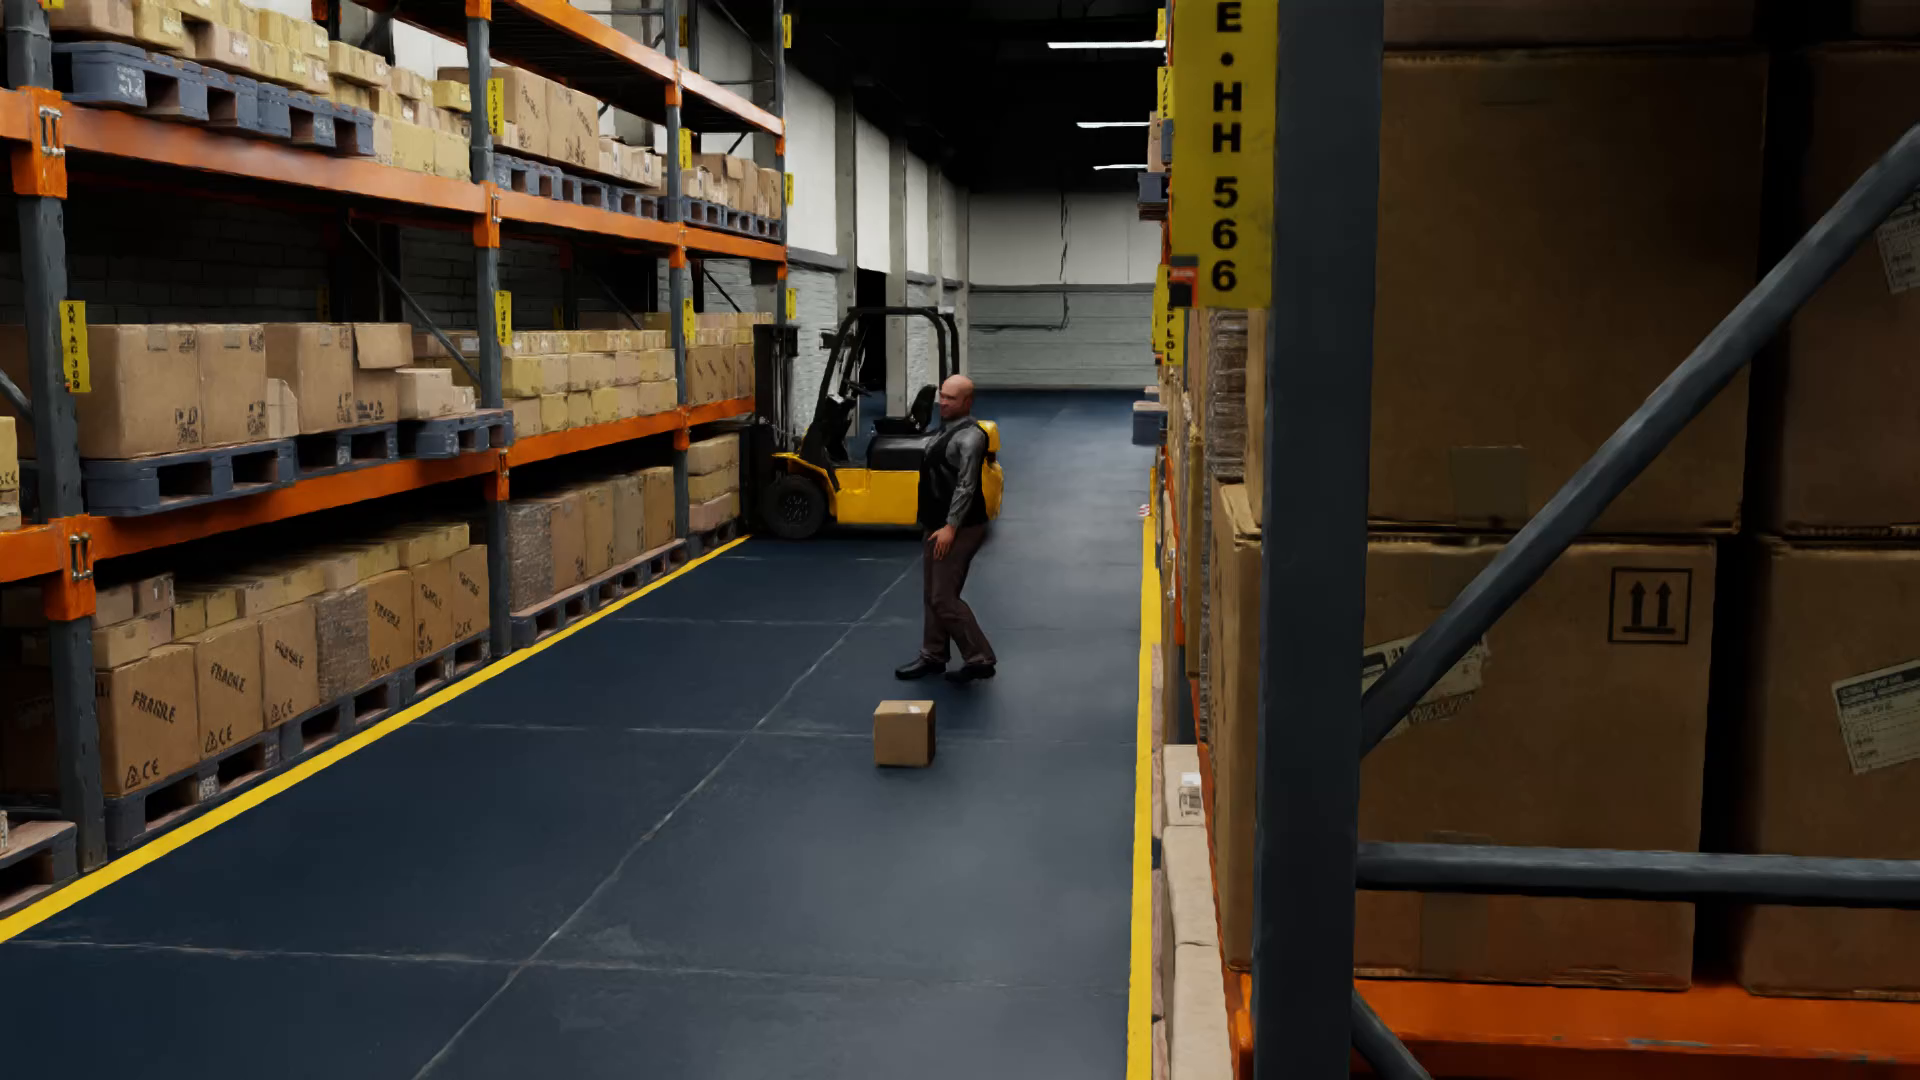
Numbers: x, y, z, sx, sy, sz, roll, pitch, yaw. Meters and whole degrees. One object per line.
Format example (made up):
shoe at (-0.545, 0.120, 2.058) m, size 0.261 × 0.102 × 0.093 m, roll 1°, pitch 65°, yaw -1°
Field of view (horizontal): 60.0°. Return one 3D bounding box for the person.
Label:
person at (-0.076, -0.052, 9.214) m, size 0.477 × 1.723 × 0.592 m, roll -2°, pitch 8°, yaw -17°
